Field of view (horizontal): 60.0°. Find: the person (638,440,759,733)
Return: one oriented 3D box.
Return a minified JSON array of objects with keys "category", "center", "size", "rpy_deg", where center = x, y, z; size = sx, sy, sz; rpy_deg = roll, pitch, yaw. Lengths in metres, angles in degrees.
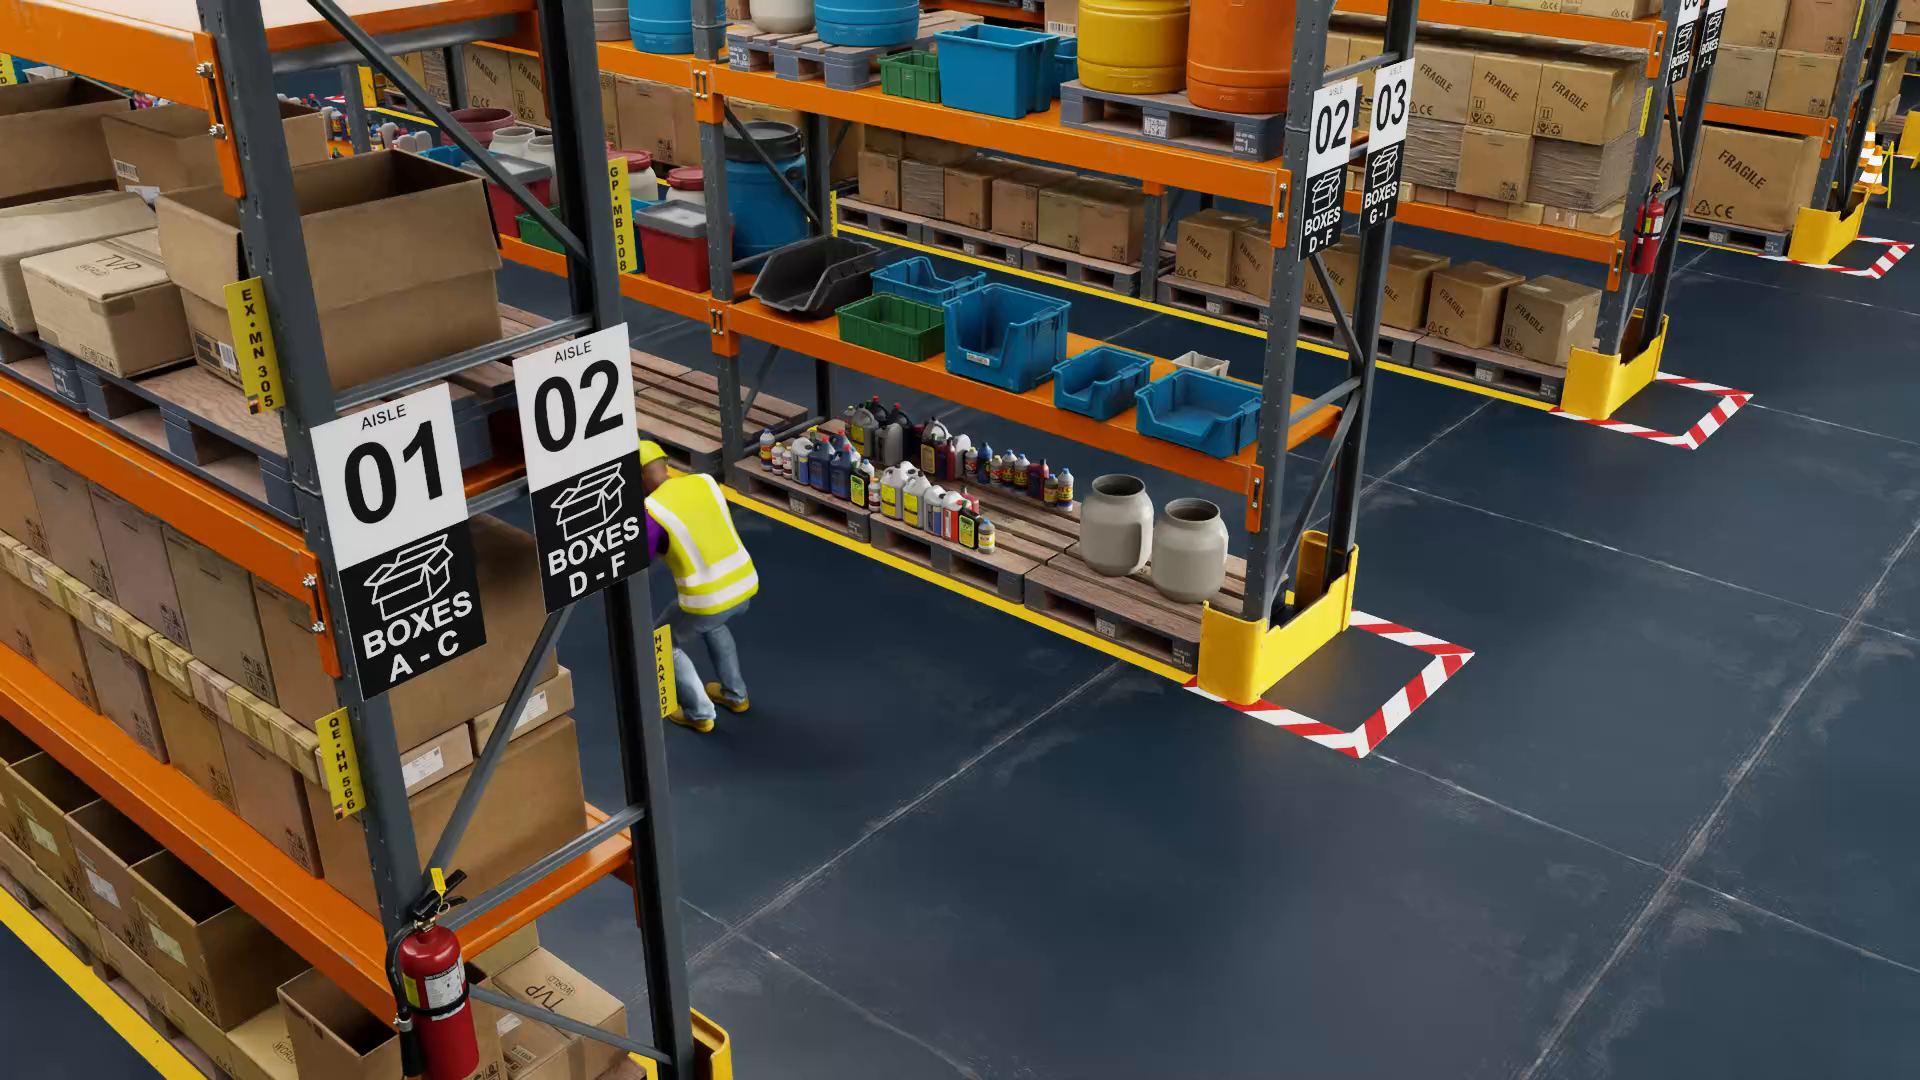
[{"category":"person","center":[-1.386,0.242,8.424],"size":[0.709,1.490,0.629],"rpy_deg":[21,34,35]}]
